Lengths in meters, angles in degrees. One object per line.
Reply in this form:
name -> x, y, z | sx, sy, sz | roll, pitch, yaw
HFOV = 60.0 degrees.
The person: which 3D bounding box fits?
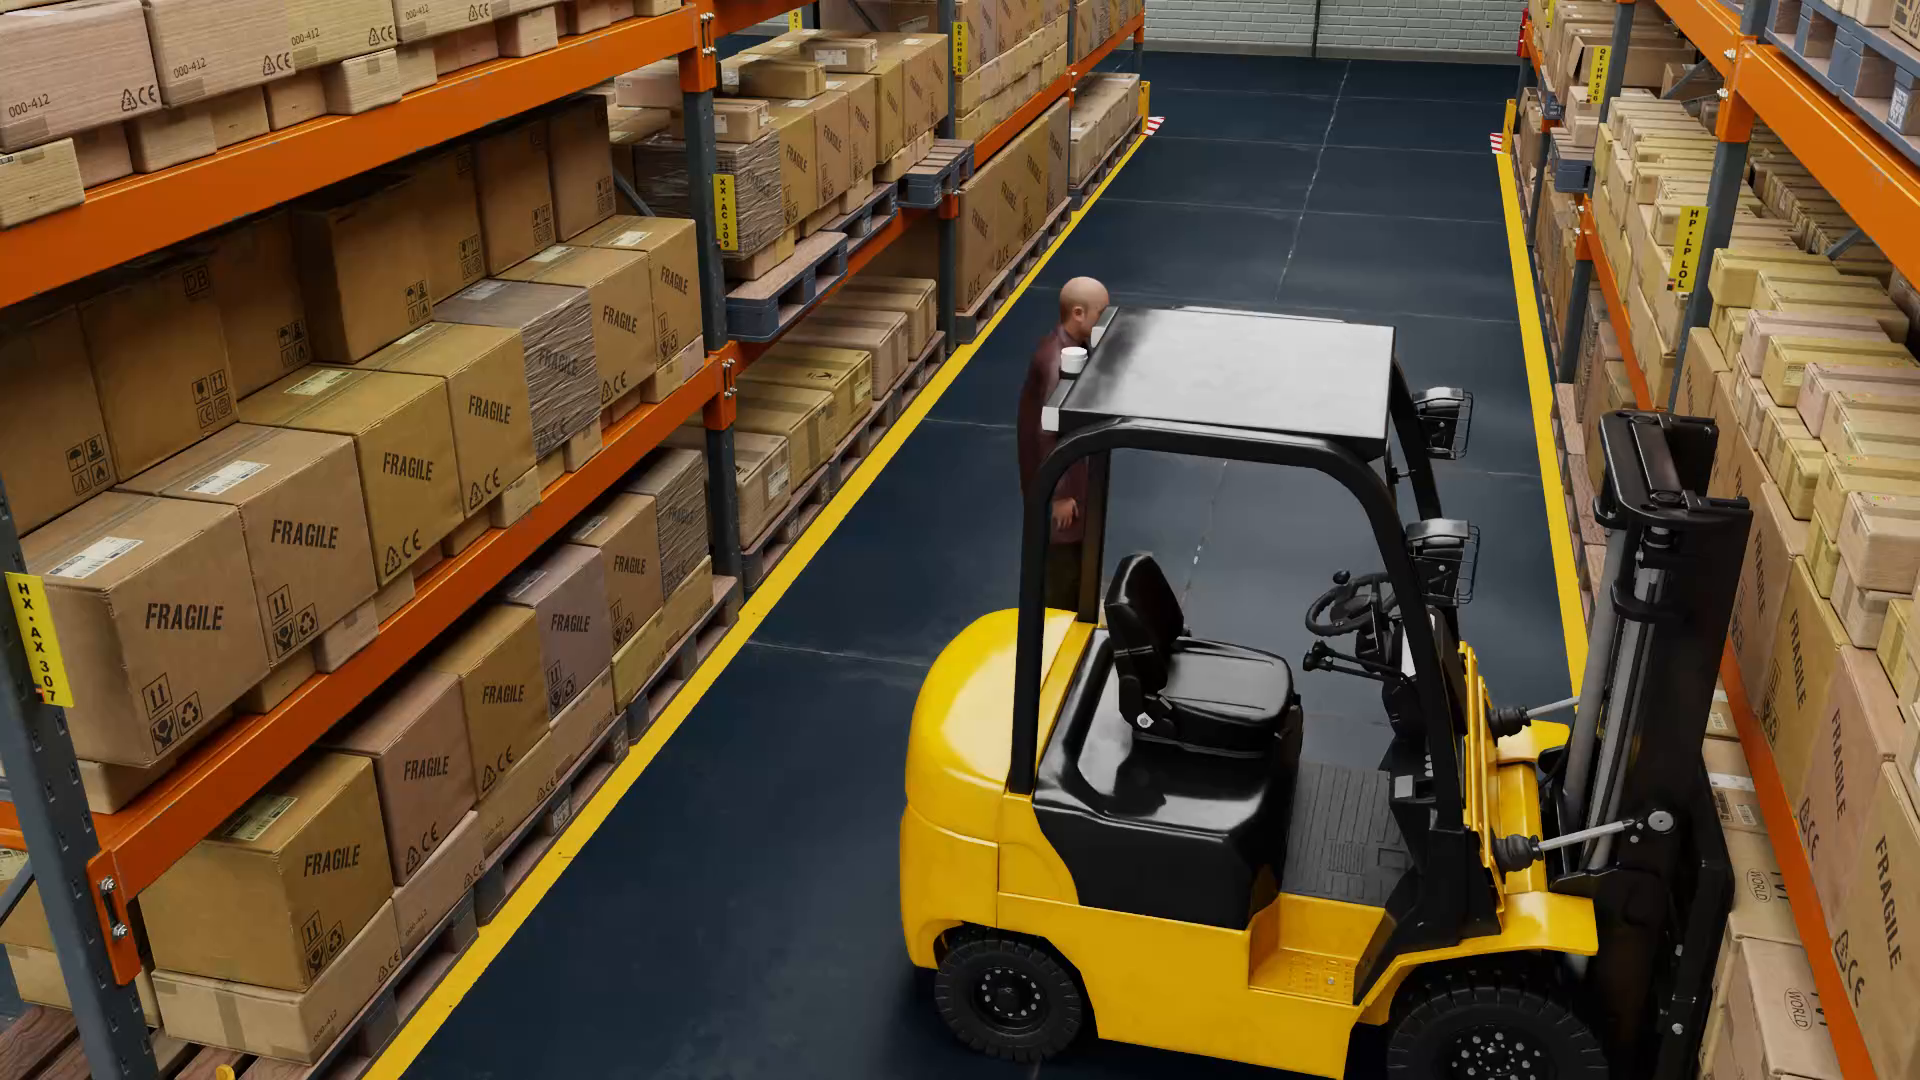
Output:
person -> 0.459, -0.272, 7.211 | 0.429, 1.772, 0.643 | 5, 25, 11
